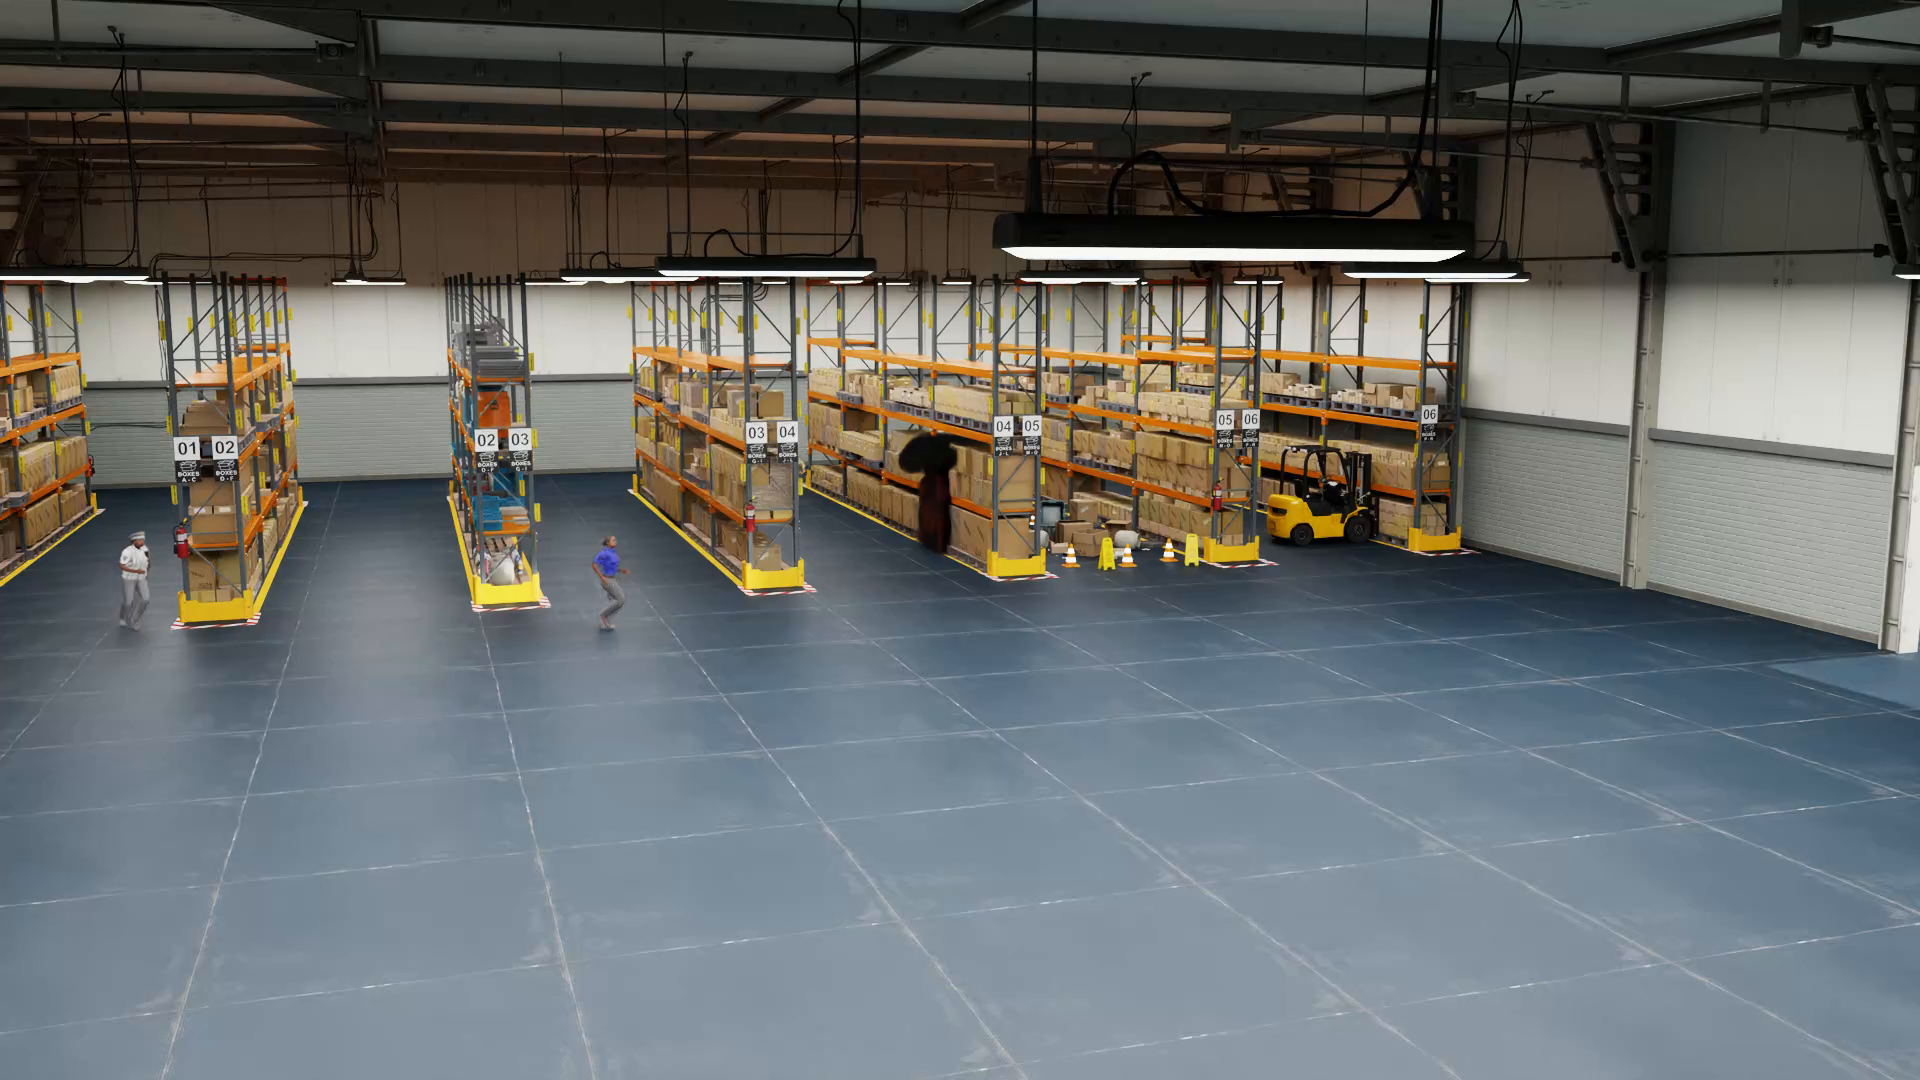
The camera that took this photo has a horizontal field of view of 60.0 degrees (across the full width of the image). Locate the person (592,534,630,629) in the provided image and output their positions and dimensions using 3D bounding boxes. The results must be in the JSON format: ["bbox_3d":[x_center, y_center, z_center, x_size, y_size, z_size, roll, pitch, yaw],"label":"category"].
[{"bbox_3d":[-5.847,0.709,28.003,0.585,1.610,0.571,1,9,7],"label":"person"}]

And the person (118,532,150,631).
[{"bbox_3d":[-13.943,0.694,28.154,0.748,1.707,0.598,6,11,36],"label":"person"}]

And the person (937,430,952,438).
[{"bbox_3d":[-0.473,-2.890,51.945,0.766,1.625,0.595,-5,10,-30],"label":"person"}]

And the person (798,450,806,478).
[{"bbox_3d":[-4.262,-1.482,42.733,0.617,1.533,0.902,0,9,2],"label":"person"}]
